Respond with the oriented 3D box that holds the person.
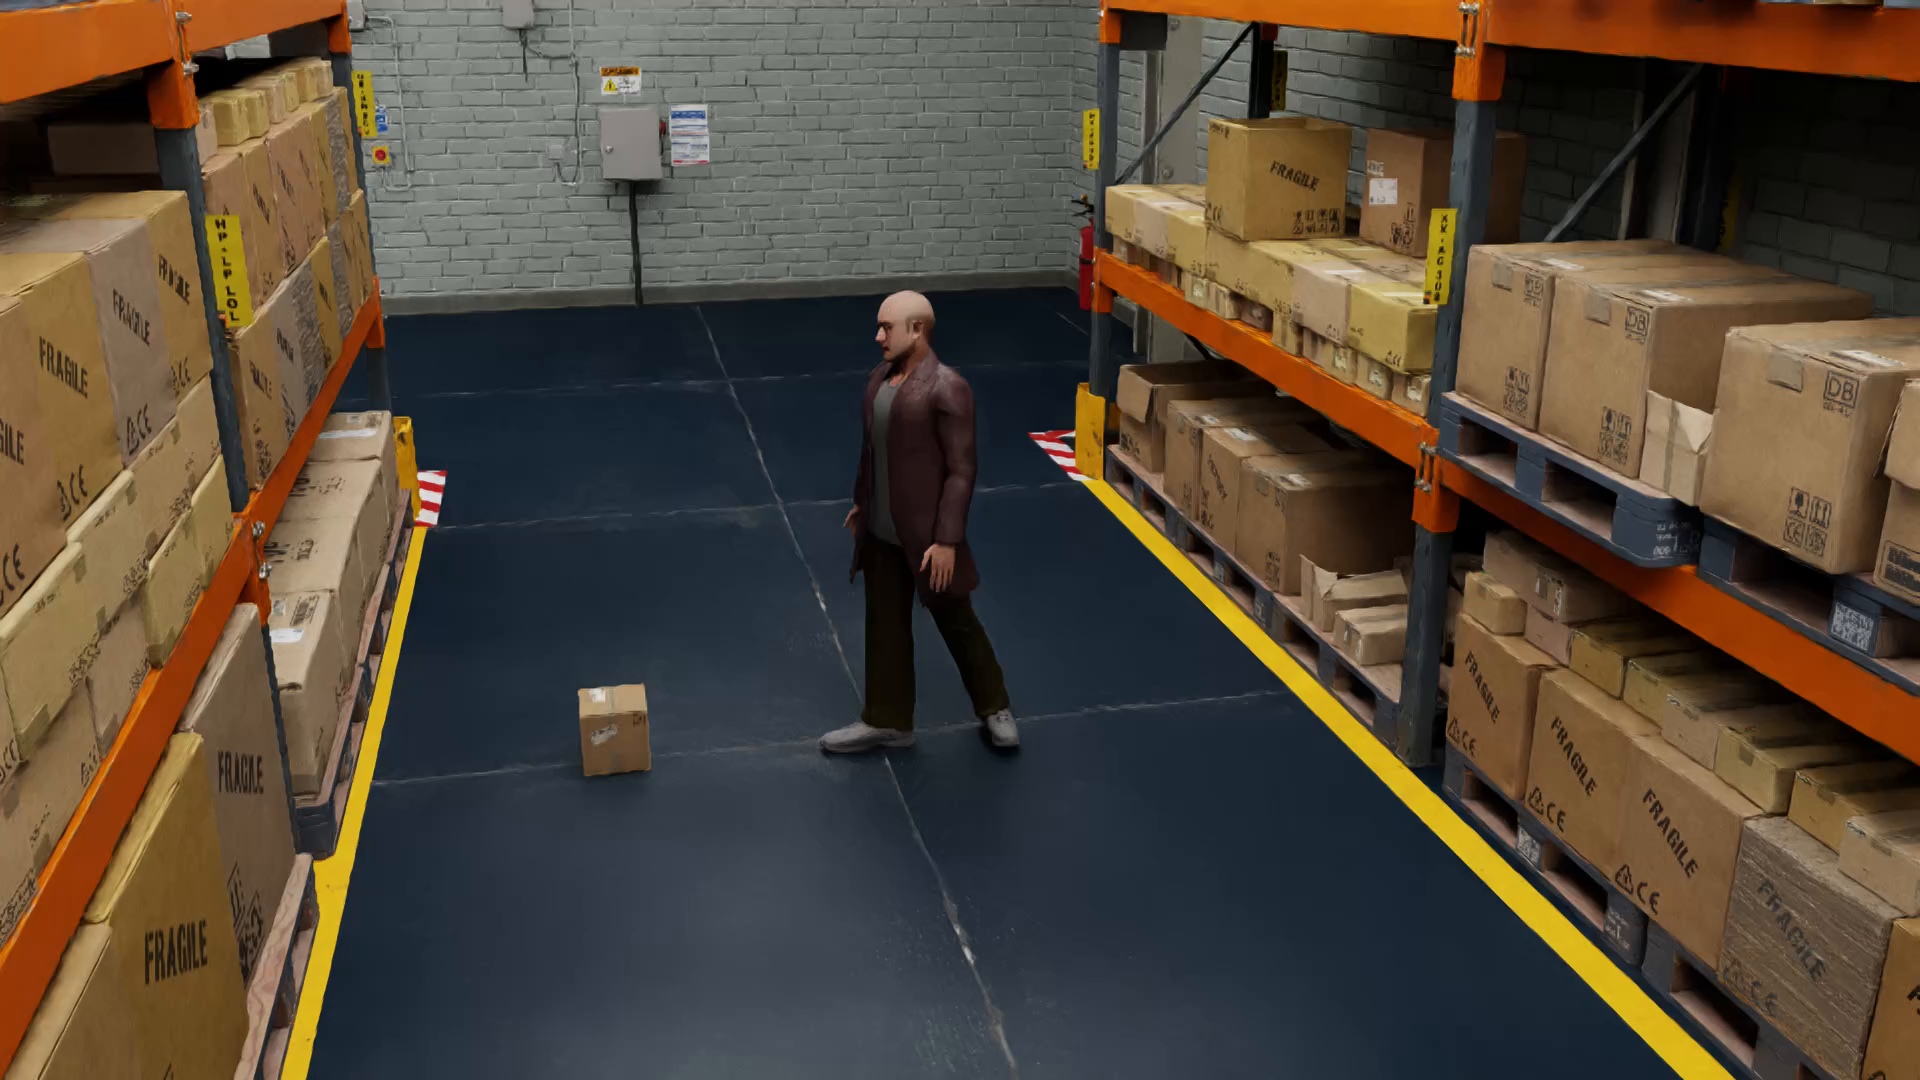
[{"bbox_3d":[-0.169,-0.056,6.247,0.707,1.774,0.775,-17,26,-40],"label":"person"}]
